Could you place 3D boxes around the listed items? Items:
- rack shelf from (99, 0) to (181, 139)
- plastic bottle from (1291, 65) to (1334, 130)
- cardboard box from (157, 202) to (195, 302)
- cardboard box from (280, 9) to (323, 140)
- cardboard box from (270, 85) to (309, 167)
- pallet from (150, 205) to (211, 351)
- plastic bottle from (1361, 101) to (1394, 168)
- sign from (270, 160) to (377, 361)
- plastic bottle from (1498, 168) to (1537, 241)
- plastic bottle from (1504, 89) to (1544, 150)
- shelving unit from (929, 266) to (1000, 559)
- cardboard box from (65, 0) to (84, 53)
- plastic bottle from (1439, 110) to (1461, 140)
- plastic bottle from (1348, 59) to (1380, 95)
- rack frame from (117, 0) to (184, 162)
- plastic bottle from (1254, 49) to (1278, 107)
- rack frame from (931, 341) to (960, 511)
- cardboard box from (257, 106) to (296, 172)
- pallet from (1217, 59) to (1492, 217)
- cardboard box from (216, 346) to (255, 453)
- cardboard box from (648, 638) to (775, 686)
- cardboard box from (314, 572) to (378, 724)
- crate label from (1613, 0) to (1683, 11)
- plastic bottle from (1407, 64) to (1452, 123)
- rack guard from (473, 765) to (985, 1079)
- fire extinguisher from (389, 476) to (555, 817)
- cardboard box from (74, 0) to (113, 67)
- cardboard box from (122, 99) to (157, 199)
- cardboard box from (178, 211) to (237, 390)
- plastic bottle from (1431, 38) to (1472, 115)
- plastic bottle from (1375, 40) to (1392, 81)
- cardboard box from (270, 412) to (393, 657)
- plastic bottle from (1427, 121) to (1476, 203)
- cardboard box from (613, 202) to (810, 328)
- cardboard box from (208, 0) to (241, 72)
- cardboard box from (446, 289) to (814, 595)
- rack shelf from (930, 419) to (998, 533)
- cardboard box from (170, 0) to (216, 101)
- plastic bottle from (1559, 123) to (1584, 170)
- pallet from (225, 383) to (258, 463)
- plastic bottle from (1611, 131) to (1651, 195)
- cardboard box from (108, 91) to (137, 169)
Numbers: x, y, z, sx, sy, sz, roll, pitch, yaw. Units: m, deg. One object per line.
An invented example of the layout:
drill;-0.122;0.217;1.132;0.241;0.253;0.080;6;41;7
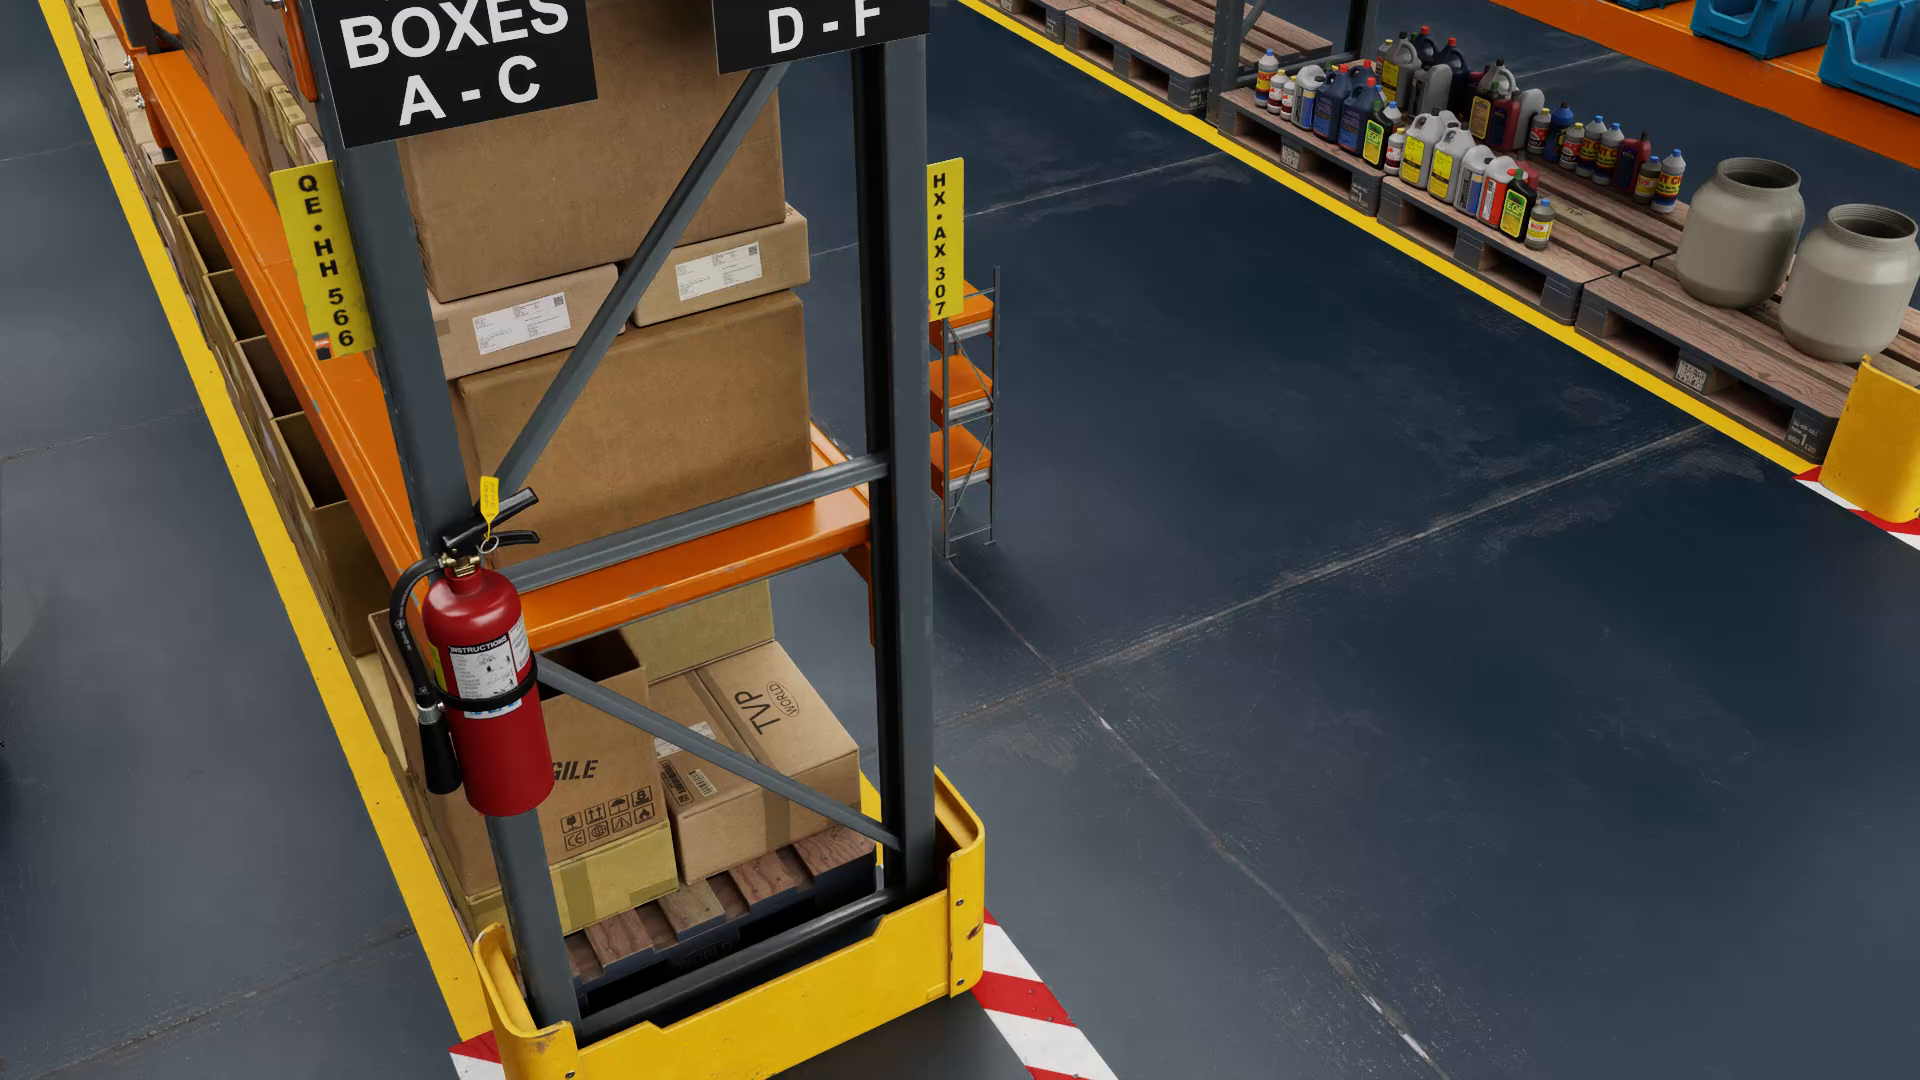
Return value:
rack shelf;-3.535;-2.796;7.644;1.077;0.370;4.000;-19;40;-24
plastic bottle;1.722;-2.161;8.101;0.152;0.276;0.135;-17;40;-22
cardboard box;-2.989;-1.251;6.895;0.500;0.250;0.500;-19;40;-24
cardboard box;-1.040;-1.126;3.564;0.700;0.500;0.500;-20;41;-25
cardboard box;-1.395;-0.993;3.932;0.380;0.149;0.250;-18;40;-23
pallet;-2.934;-1.304;7.357;1.003;0.211;1.213;-19;40;-24
plastic bottle;1.943;-1.885;7.718;0.061;0.283;0.133;-17;39;-22
sign;-0.997;-0.436;2.621;0.100;0.325;0.005;-19;40;-24
plastic bottle;2.388;-1.434;7.100;0.061;0.283;0.133;-18;40;-23
plastic bottle;2.664;-2.020;7.909;0.152;0.276;0.135;-18;40;-23
shelving unit;-0.027;-0.451;5.478;0.215;1.050;0.252;-19;40;-24
cardboard box;-4.531;-2.811;9.031;0.500;0.250;0.500;-19;40;-24
plastic bottle;2.225;-1.819;7.633;0.152;0.276;0.135;-19;40;-24
plastic bottle;1.926;-2.148;8.021;0.144;0.351;0.185;-19;40;-24
rack frame;-2.530;-2.066;6.036;1.000;3.000;0.127;-19;40;-24
plastic bottle;1.536;-2.316;8.317;0.097;0.271;0.097;0;36;0
rack frame;-0.088;-0.513;5.563;0.200;1.050;0.008;-19;40;-24
cardboard box;-1.524;-1.097;4.624;0.700;0.500;0.500;-18;40;-23
pallet;2.056;-2.051;8.379;1.003;0.211;1.213;-19;40;-24
cardboard box;-2.313;-0.543;5.925;0.500;0.250;0.500;-19;40;-24
cardboard box;-0.852;0.321;4.742;0.500;0.250;0.500;-19;40;-24
cardboard box;-1.560;0.223;4.877;0.500;0.250;0.500;-19;40;-24
crate label;2.606;-2.365;6.415;0.502;0.435;0.616;-19;40;-24
plastic bottle;2.308;-2.212;8.172;0.152;0.276;0.135;-19;40;-24
rack guard;-0.509;0.995;3.963;1.175;0.500;0.348;-19;40;-24
fire extinguisher;-0.863;0.203;2.995;0.296;0.674;0.183;-19;40;-24
cardboard box;-4.005;-2.511;8.145;0.500;0.311;0.500;-20;41;-25
cardboard box;-3.248;-1.737;7.085;0.500;0.311;0.500;-18;40;-23
cardboard box;-2.310;-0.846;5.705;0.500;0.500;0.500;-19;40;-24
plastic bottle;2.424;-2.299;8.228;0.144;0.351;0.185;-21;41;-26
plastic bottle;2.206;-2.487;8.611;0.097;0.201;0.097;0;36;0
cardboard box;-1.562;-0.079;4.655;0.500;0.500;0.500;-19;40;-24
plastic bottle;2.203;-1.697;7.404;0.144;0.351;0.185;-17;40;-22
cardboard box;-0.532;-0.593;3.383;0.380;0.149;0.250;-19;40;-24
cardboard box;-1.781;-1.385;4.469;0.380;0.149;0.250;-19;40;-24
cardboard box;-0.744;-0.309;3.544;0.700;0.500;0.500;-19;40;-24
rack shelf;-0.027;-0.218;5.648;0.215;0.259;0.240;-19;40;-24
cardboard box;-2.302;-1.882;5.699;0.700;0.500;0.500;-20;41;-25
plastic bottle;2.850;-1.833;7.716;0.097;0.201;0.097;0;36;0
pallet;-2.167;-0.522;6.286;1.003;0.211;1.213;-19;40;-24
plastic bottle;3.025;-1.711;7.479;0.061;0.283;0.133;-18;40;-23
cardboard box;-3.754;-2.030;7.962;0.500;0.250;0.500;-18;40;-23
